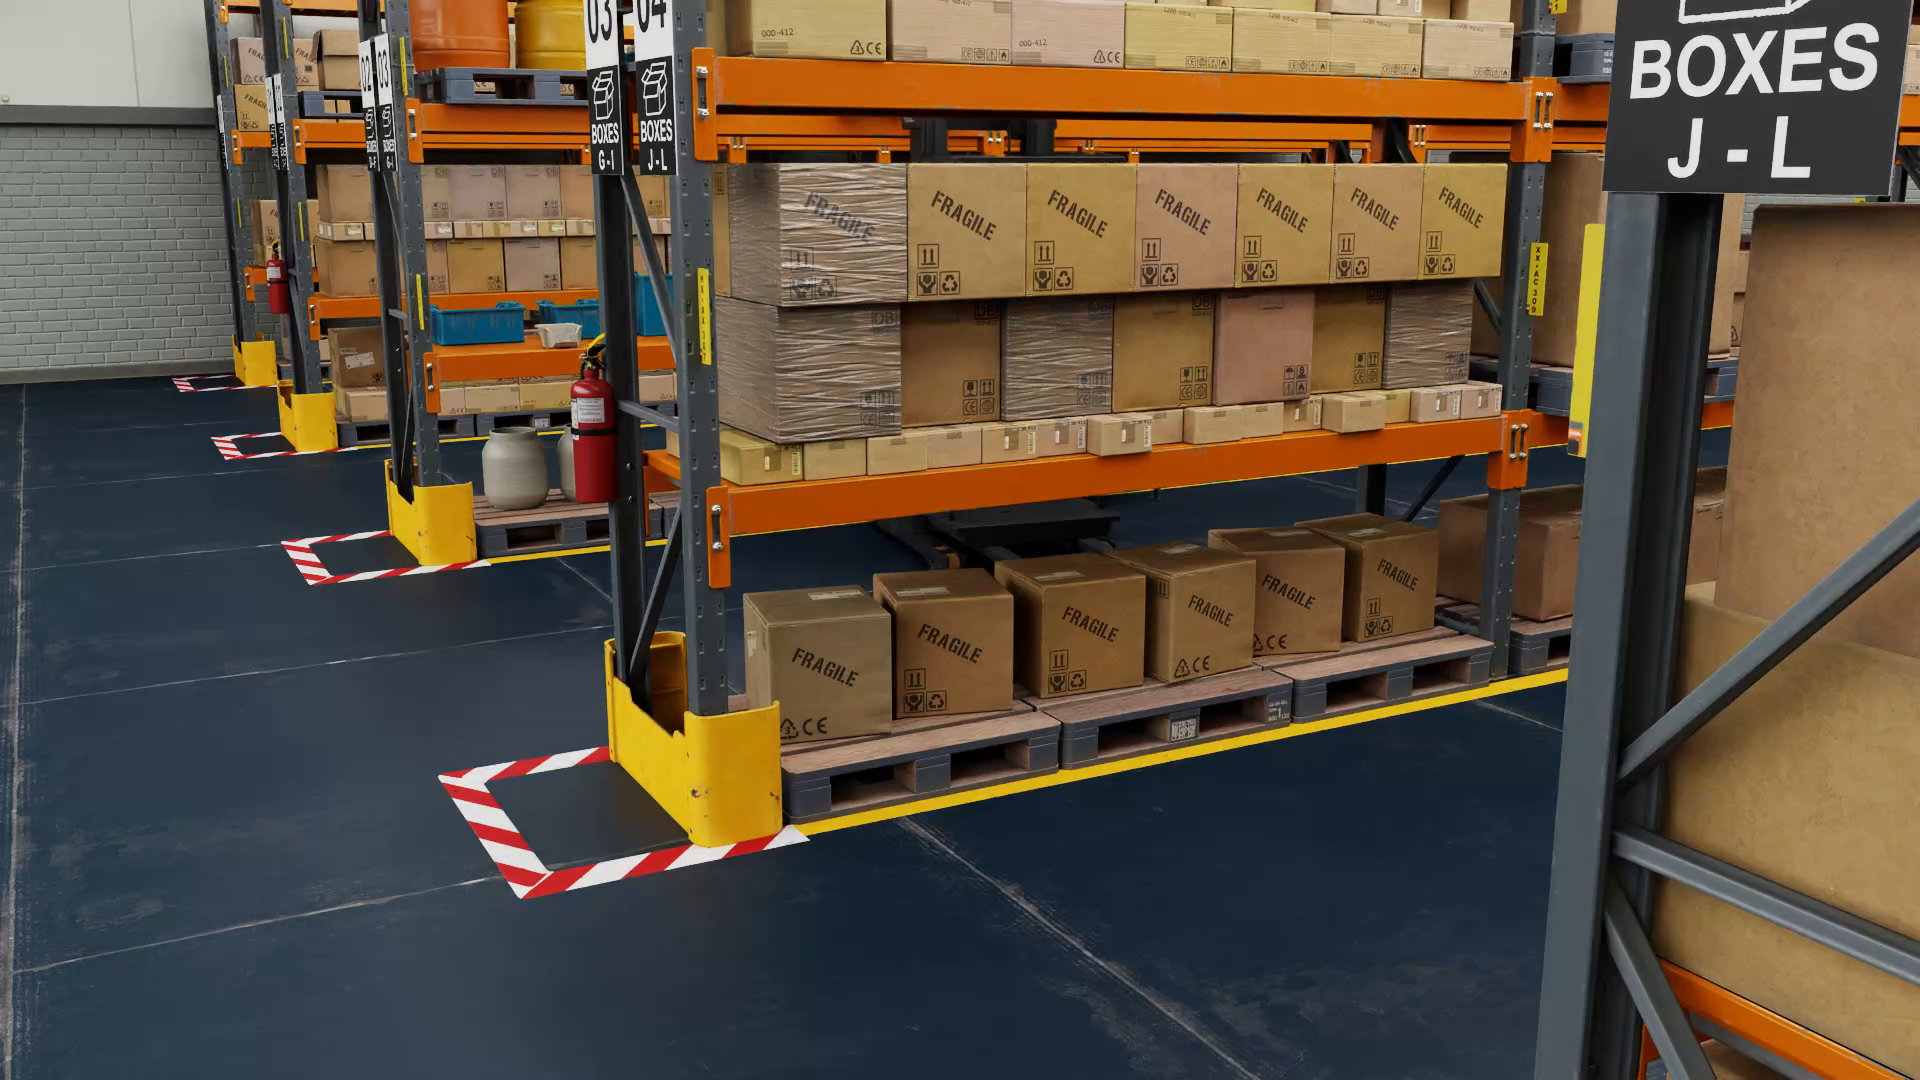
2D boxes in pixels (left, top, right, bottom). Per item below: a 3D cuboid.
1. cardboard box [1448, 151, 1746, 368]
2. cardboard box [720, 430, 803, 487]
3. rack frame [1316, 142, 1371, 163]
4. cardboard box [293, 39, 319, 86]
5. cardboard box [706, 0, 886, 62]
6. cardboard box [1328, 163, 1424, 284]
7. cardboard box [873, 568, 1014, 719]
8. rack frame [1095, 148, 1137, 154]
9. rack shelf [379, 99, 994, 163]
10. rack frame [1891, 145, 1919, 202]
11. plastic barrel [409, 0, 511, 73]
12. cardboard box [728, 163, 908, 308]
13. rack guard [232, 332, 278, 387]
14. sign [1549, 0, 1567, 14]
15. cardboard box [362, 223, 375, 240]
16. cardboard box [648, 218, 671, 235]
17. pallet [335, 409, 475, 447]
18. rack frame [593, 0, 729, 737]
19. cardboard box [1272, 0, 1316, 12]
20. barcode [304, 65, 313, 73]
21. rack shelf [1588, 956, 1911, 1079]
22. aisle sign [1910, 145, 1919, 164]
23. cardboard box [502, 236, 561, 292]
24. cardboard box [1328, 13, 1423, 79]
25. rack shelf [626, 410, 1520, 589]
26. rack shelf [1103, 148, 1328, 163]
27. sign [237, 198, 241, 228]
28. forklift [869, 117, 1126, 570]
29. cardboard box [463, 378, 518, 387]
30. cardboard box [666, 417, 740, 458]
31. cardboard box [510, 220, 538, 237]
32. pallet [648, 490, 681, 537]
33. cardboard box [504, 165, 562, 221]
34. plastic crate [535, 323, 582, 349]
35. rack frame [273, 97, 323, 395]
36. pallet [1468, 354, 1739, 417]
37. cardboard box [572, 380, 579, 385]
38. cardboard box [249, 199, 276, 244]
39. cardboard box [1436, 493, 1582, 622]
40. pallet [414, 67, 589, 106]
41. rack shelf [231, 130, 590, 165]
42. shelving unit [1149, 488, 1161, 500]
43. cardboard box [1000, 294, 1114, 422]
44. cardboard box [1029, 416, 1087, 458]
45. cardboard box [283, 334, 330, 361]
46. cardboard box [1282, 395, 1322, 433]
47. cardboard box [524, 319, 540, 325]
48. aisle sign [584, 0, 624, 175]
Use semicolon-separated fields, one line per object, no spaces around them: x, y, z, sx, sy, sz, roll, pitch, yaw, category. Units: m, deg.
3.133;-1.428;8.298;1.000;1.000;1.000;-7;14;-27;cardboard box
-0.778;-0.314;6.246;0.250;0.149;0.380;-7;14;-28;cardboard box
4.647;-3.625;20.383;0.127;3.000;1.000;-7;14;-28;rack frame
-7.343;-5.363;18.725;0.500;0.500;0.500;-7;14;-29;cardboard box
-0.595;-1.844;5.980;0.500;0.250;0.500;-6;14;-26;cardboard box
1.668;-1.402;7.324;0.500;0.500;0.500;-7;14;-28;cardboard box
-0.078;0.430;7.104;0.500;0.500;0.500;-3;13;-13;cardboard box
2.271;-4.579;24.623;0.127;3.000;1.000;-7;14;-28;rack frame
-1.760;-2.730;11.215;4.000;0.370;1.077;-7;14;-28;rack shelf
10.529;-3.090;18.010;0.127;3.000;1.000;-7;14;-28;rack frame
-3.150;-3.361;10.444;0.708;0.830;0.600;-7;14;-28;plastic barrel
-0.529;-1.140;6.159;0.500;0.500;0.500;-7;14;-28;cardboard box
-8.195;-2.105;19.324;0.348;0.500;1.175;-7;14;-28;rack guard
2.636;-2.485;7.312;0.005;0.325;0.100;-7;14;-28;sign
-5.207;-2.756;14.816;0.250;0.149;0.380;-7;15;-29;cardboard box
-2.957;-3.025;16.012;0.250;0.149;0.380;-7;15;-30;cardboard box
-5.234;-1.090;15.473;1.213;0.211;1.003;-7;14;-28;pallet
-1.142;-0.453;6.289;0.127;3.000;1.000;-7;14;-28;rack frame
1.273;-2.268;6.956;0.250;0.149;0.380;-6;14;-26;cardboard box
-5.852;-4.233;14.935;0.075;0.075;0.001;-7;14;-28;barcode
2.901;0.654;3.008;4.000;0.370;1.077;-7;14;-28;rack shelf
10.449;-4.424;18.012;0.004;0.787;0.394;-7;14;-28;aisle sign
-4.112;-2.621;15.696;0.500;0.500;0.700;-6;14;-26;cardboard box
1.630;-2.113;7.174;0.500;0.250;0.500;-6;14;-26;cardboard box
0.613;-0.312;7.303;4.000;0.370;1.077;-7;14;-28;rack shelf
4.026;-5.902;25.308;4.000;0.370;1.077;-7;14;-28;rack shelf
-8.002;-3.634;18.454;0.005;0.325;0.100;-7;14;-28;sign
0.316;-1.289;10.162;1.130;2.935;3.031;-5;13;-20;forklift
-4.437;-1.713;15.487;0.500;0.500;0.500;-7;14;-28;cardboard box
-0.991;-0.400;6.626;0.250;0.149;0.380;-7;14;-28;cardboard box
-4.088;-2.889;15.408;0.250;0.149;0.380;-7;14;-27;cardboard box
-1.686;-0.276;11.854;1.213;0.211;1.003;-7;14;-28;pallet
-4.082;-3.258;15.573;0.500;0.500;0.700;-7;14;-28;cardboard box
-2.576;-1.311;10.702;0.250;0.136;0.298;-7;14;-28;plastic crate
-5.885;-2.362;14.774;0.127;3.000;1.000;-7;14;-28;rack frame
3.109;-0.832;8.413;1.213;0.211;1.003;-7;14;-28;pallet
-3.552;-1.449;16.024;0.500;0.250;0.500;-7;14;-28;cardboard box
-7.950;-3.709;19.348;0.500;0.500;0.500;-7;14;-28;cardboard box
2.918;0.071;8.653;0.500;0.500;0.700;-8;15;-32;cardboard box
-2.742;-2.847;10.525;1.213;0.211;1.003;-7;14;-28;pallet
-6.507;-4.639;19.698;4.000;0.370;1.077;-7;14;-28;rack shelf
0.917;-0.841;12.256;1.048;1.125;0.538;-7;13;-28;shelving unit
0.195;-0.819;7.012;0.500;0.500;0.875;-7;14;-28;cardboard box
0.316;-0.447;6.836;0.250;0.149;0.380;-7;14;-28;cardboard box
-7.612;-2.275;19.507;0.500;0.311;0.500;-9;15;-34;cardboard box
1.400;-0.584;7.444;0.250;0.149;0.380;-7;14;-28;cardboard box
-4.247;-1.866;16.165;0.500;0.500;0.500;-7;14;-28;cardboard box
-1.340;-1.772;6.231;0.004;0.787;0.394;-7;14;-28;aisle sign
